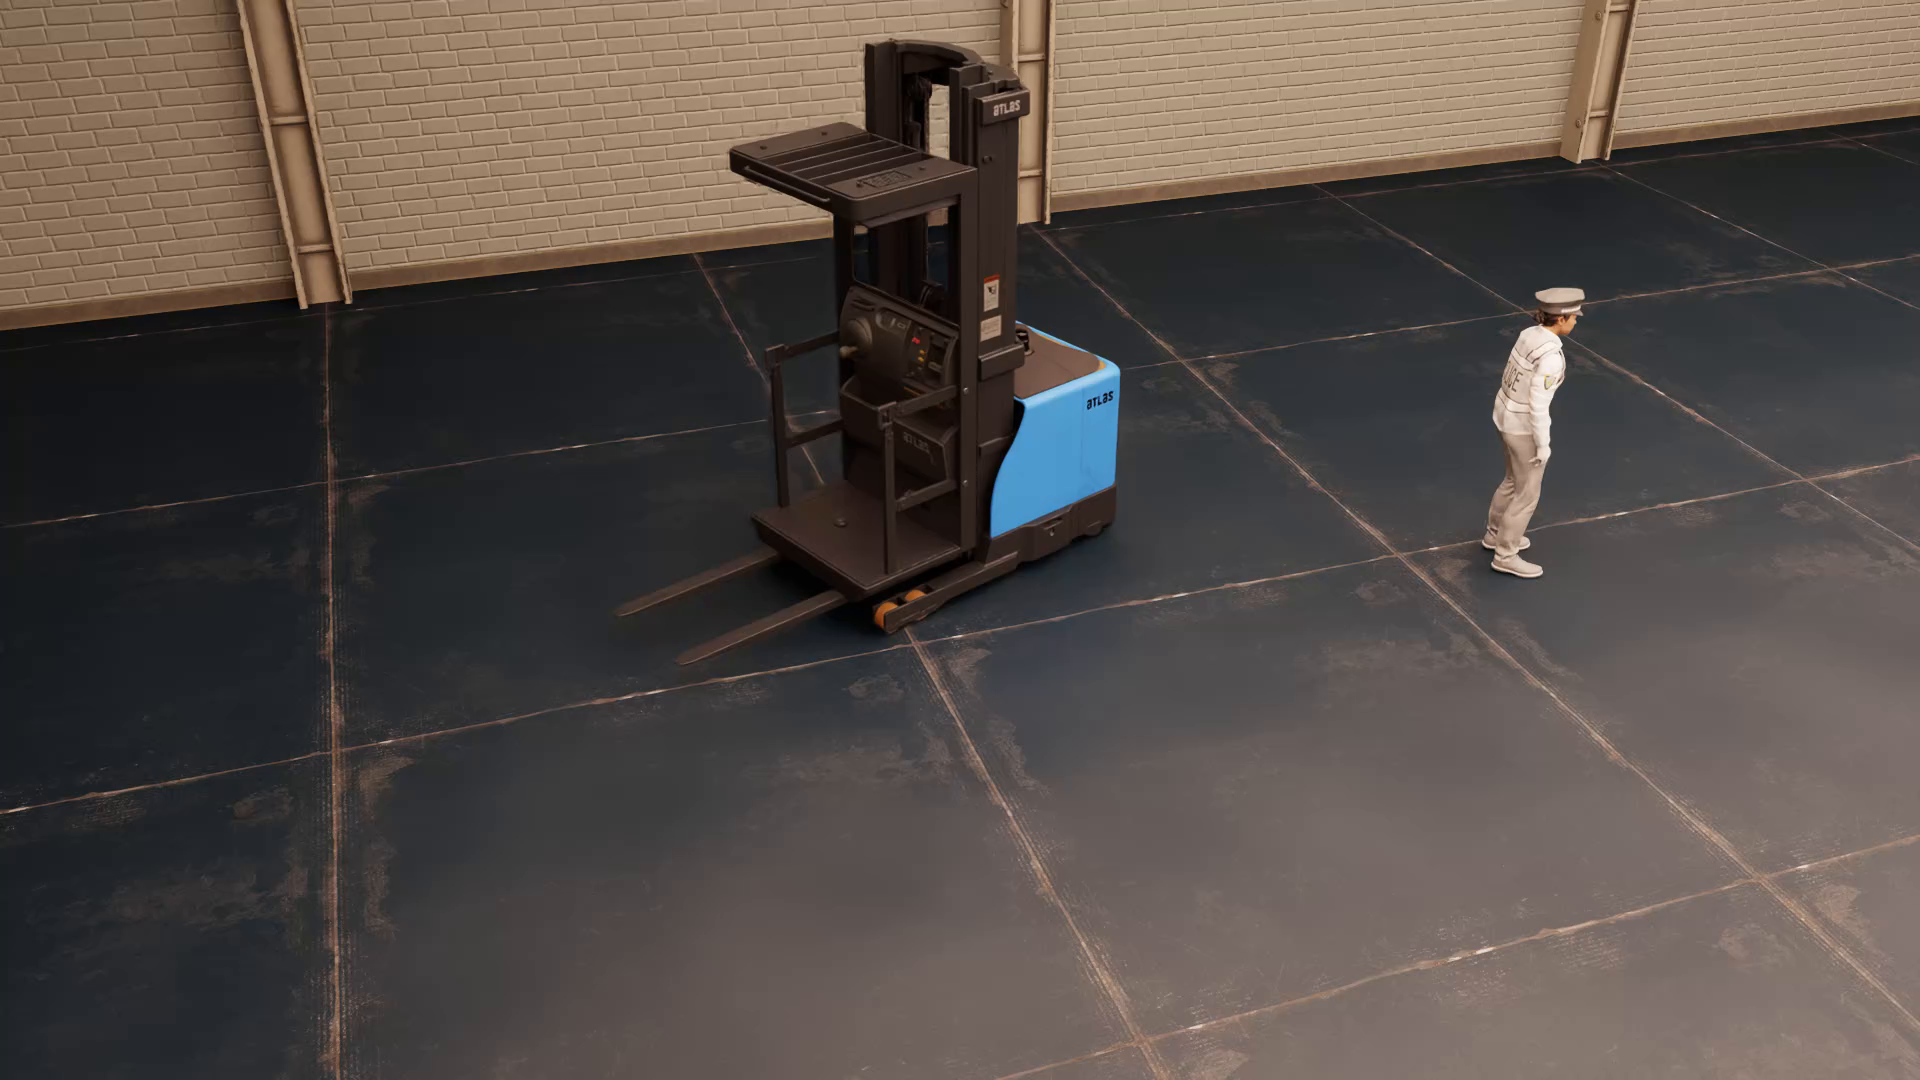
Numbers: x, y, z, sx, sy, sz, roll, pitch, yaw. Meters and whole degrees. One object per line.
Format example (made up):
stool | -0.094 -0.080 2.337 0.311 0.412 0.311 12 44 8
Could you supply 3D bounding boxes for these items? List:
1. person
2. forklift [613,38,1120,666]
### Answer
person | 3.227 -0.629 9.454 0.374 1.662 0.540 1 30 1
forklift | -0.499 -1.056 8.922 3.031 2.935 1.130 -23 37 -34
